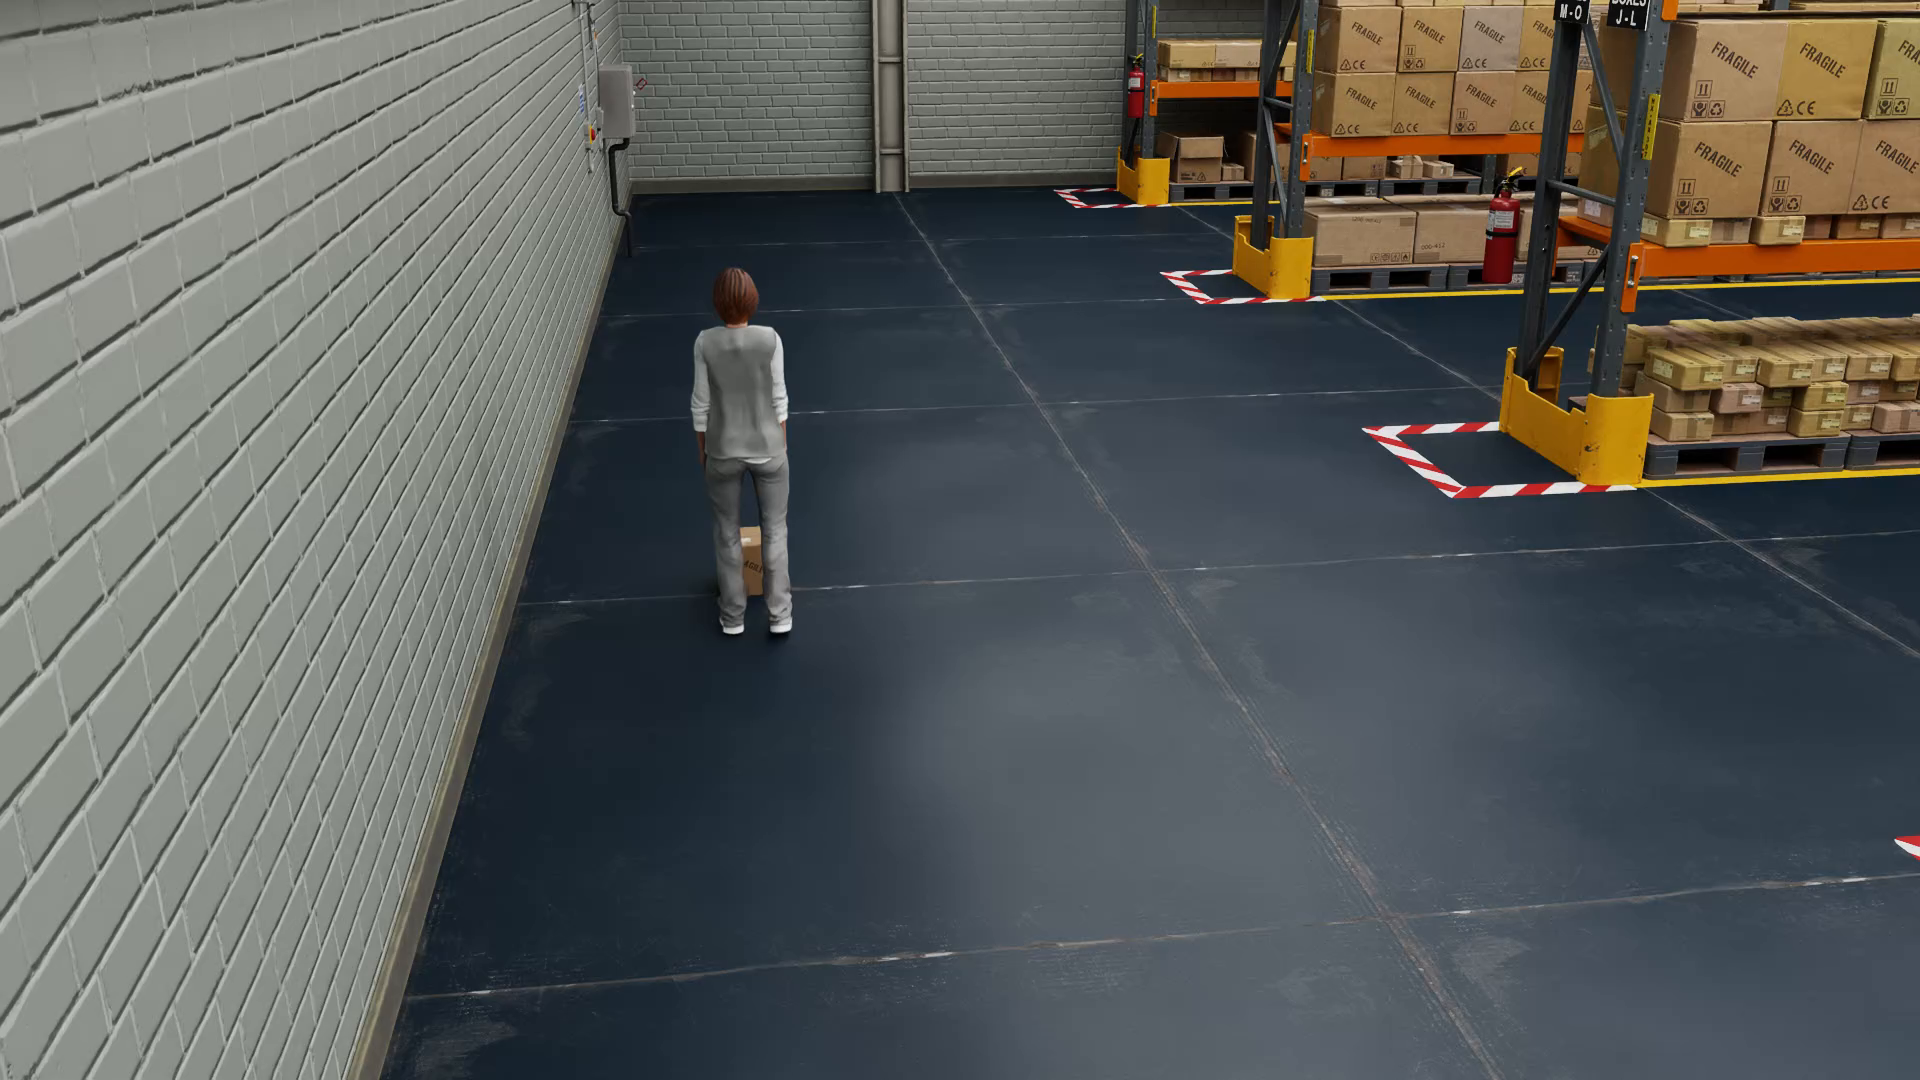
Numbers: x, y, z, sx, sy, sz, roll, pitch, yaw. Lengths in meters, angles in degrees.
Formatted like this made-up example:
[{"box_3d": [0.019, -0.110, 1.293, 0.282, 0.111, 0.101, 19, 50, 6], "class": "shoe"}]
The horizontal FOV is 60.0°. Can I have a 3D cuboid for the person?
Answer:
[{"box_3d": [-0.929, -0.354, 7.078, 0.407, 1.592, 0.300, -2, 20, -7], "class": "person"}]
